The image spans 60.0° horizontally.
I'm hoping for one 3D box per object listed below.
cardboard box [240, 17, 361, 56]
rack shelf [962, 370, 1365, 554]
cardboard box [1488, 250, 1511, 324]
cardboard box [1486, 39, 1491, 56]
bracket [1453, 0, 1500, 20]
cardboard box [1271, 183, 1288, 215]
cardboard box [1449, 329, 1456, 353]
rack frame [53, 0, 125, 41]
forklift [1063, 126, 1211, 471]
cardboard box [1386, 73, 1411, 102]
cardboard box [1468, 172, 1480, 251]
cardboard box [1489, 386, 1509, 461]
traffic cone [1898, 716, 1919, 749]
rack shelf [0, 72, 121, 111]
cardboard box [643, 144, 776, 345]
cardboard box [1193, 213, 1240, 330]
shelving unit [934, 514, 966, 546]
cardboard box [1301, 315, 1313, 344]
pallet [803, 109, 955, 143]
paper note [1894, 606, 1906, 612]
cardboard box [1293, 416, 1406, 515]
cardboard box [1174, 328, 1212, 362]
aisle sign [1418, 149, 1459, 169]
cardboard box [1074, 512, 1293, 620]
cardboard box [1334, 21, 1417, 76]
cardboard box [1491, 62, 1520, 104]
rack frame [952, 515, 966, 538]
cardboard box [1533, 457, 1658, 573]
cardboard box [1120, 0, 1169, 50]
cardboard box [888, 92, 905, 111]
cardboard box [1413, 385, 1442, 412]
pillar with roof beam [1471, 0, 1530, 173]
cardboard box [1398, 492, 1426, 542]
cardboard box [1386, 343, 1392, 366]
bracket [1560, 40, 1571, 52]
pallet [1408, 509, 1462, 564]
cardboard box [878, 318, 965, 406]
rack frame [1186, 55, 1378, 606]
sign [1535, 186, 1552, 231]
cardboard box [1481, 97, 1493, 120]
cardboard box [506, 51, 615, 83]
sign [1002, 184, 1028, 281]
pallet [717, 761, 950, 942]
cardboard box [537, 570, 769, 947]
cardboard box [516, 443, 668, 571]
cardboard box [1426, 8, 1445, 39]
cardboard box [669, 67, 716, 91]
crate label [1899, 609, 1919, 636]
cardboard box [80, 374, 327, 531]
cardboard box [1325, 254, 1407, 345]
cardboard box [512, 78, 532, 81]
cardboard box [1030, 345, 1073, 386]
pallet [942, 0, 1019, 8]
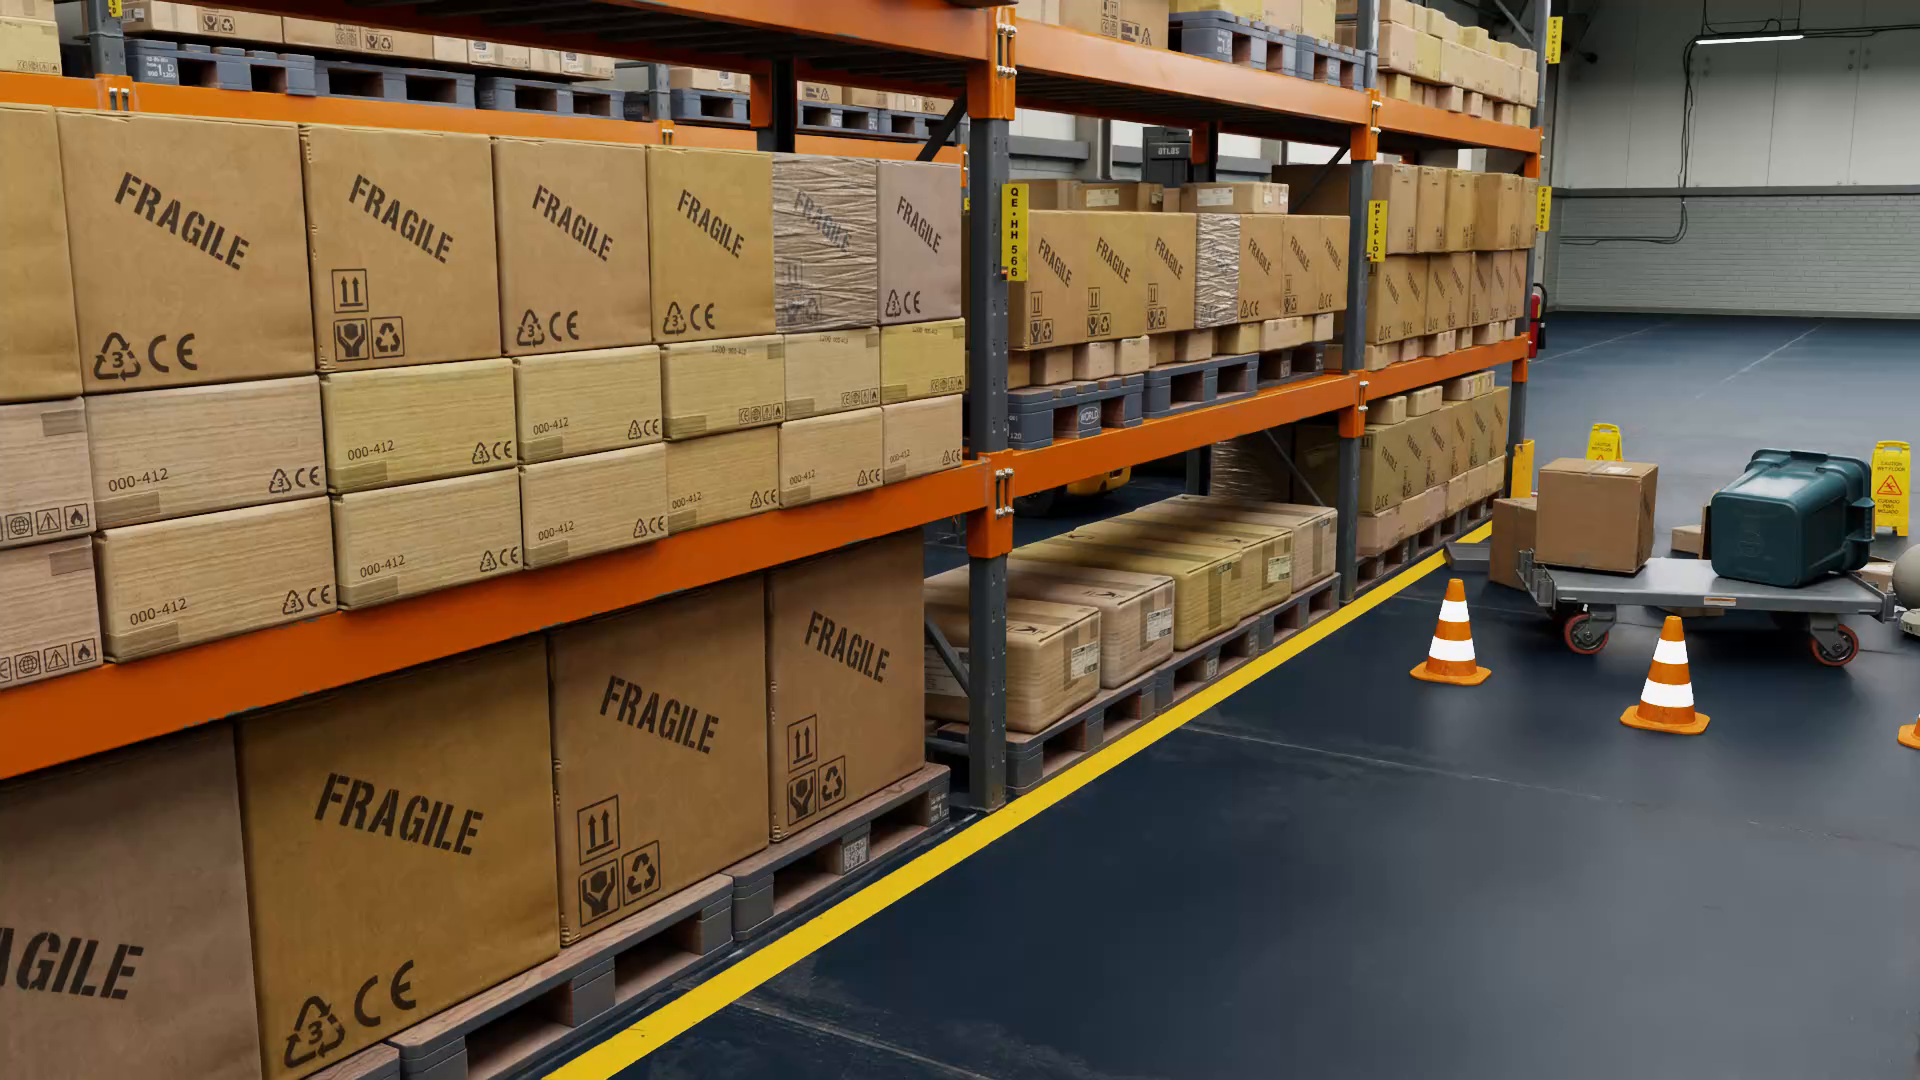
[{"bbox_3d":[-3.772,-2.964,9.212,0.700,0.500,0.500,6,12,30],"label":"cardboard box"},{"bbox_3d":[0.749,-0.492,7.802,1.077,0.370,4.000,6,12,31],"label":"rack shelf"},{"bbox_3d":[3.554,-1.795,11.725,0.500,0.500,0.500,6,12,31],"label":"cardboard box"},{"bbox_3d":[3.349,-3.300,11.206,0.380,0.149,0.250,6,12,31],"label":"cardboard box"},{"bbox_3d":[9.699,-10.228,31.766,0.076,0.066,4.783,6,12,31],"label":"bracket"},{"bbox_3d":[1.394,-1.677,8.193,0.380,0.149,0.250,6,12,29],"label":"cardboard box"},{"bbox_3d":[3.004,-1.299,10.836,0.380,0.149,0.250,6,12,30],"label":"cardboard box"},{"bbox_3d":[-4.533,-3.954,8.034,1.000,3.000,0.127,6,12,31],"label":"rack frame"},{"bbox_3d":[1.313,-2.102,14.629,3.031,2.935,1.130,3,11,16],"label":"forklift"},{"bbox_3d":[2.345,-2.573,9.490,0.380,0.149,0.250,6,12,31],"label":"cardboard box"},{"bbox_3d":[2.962,-2.141,10.857,0.700,0.500,0.500,6,12,30],"label":"cardboard box"},{"bbox_3d":[3.671,-0.862,12.116,0.500,0.500,0.500,6,12,31],"label":"cardboard box"},{"bbox_3d":[4.084,0.610,6.853,0.336,0.463,0.334,6,12,31],"label":"traffic cone"},{"bbox_3d":[-5.572,-1.811,6.696,1.077,0.370,4.000,6,12,31],"label":"rack shelf"},{"bbox_3d":[-0.857,-0.807,4.538,0.500,0.500,0.500,6,12,31],"label":"cardboard box"},{"bbox_3d":[0.943,-1.227,7.548,0.500,0.500,0.500,6,12,29],"label":"cardboard box"},{"bbox_3d":[-0.028,-0.508,11.227,0.215,1.050,0.252,6,12,31],"label":"shelving unit"},{"bbox_3d":[1.604,-1.096,8.615,0.380,0.149,0.250,6,12,29],"label":"cardboard box"},{"bbox_3d":[-0.769,-3.585,14.458,1.003,0.211,1.213,6,12,31],"label":"pallet"},{"bbox_3d":[5.212,0.371,9.324,0.155,0.023,0.172,-8,13,-38],"label":"paper note"},{"bbox_3d":[2.325,-0.451,9.920,0.500,0.500,0.500,7,13,33],"label":"cardboard box"},{"bbox_3d":[0.919,-0.897,7.552,0.380,0.149,0.250,7,13,32],"label":"cardboard box"},{"bbox_3d":[3.632,-3.107,12.748,0.394,0.787,0.004,6,12,31],"label":"aisle sign"},{"bbox_3d":[1.147,0.121,8.572,0.950,0.372,0.625,7,13,34],"label":"cardboard box"},{"bbox_3d":[2.250,-2.750,9.357,0.500,0.250,0.500,6,12,29],"label":"cardboard box"},{"bbox_3d":[3.555,-3.153,11.504,0.500,0.250,0.500,6,12,30],"label":"cardboard box"},{"bbox_3d":[0.036,-0.527,11.330,0.200,1.050,0.008,6,12,31],"label":"rack frame"},{"bbox_3d":[3.325,-0.139,8.693,0.500,0.500,0.500,6,12,31],"label":"cardboard box"},{"bbox_3d":[0.479,-2.299,7.066,0.797,0.503,0.637,6,12,31],"label":"cardboard box"},{"bbox_3d":[-0.682,-3.728,13.931,0.396,0.266,0.258,6,12,31],"label":"cardboard box"},{"bbox_3d":[2.844,-0.907,10.595,0.380,0.149,0.250,7,13,34],"label":"cardboard box"},{"bbox_3d":[14.628,-8.552,32.594,9.100,9.000,0.548,6,12,31],"label":"pillar with roof beam"},{"bbox_3d":[2.592,-0.167,10.443,0.500,0.250,0.500,7,13,34],"label":"cardboard box"},{"bbox_3d":[2.312,-1.101,9.779,0.380,0.149,0.250,7,13,32],"label":"cardboard box"},{"bbox_3d":[14.152,-11.577,38.971,0.235,0.232,0.430,6,12,31],"label":"bracket"},{"bbox_3d":[2.739,-0.092,11.284,1.003,0.211,1.213,6,12,31],"label":"pallet"},{"bbox_3d":[-0.323,-0.603,5.487,0.500,0.250,0.500,6,12,30],"label":"cardboard box"},{"bbox_3d":[1.788,-1.161,9.416,1.000,3.000,0.127,6,12,31],"label":"rack frame"},{"bbox_3d":[4.328,-2.458,12.341,0.100,0.325,0.005,6,12,31],"label":"sign"},{"bbox_3d":[3.373,-2.900,11.237,0.380,0.149,0.250,6,12,30],"label":"cardboard box"},{"bbox_3d":[-2.624,-3.183,10.898,0.500,0.311,0.500,6,12,29],"label":"cardboard box"},{"bbox_3d":[0.187,-1.048,5.669,0.100,0.325,0.005,6,12,31],"label":"sign"},{"bbox_3d":[-0.763,0.956,5.689,1.003,0.211,1.213,6,12,31],"label":"pallet"},{"bbox_3d":[-1.185,0.547,4.928,0.875,0.875,0.875,7,12,31],"label":"cardboard box"},{"bbox_3d":[-1.097,-0.111,4.218,0.500,0.250,0.500,6,12,30],"label":"cardboard box"},{"bbox_3d":[2.644,-3.045,9.846,0.380,0.149,0.250,6,12,30],"label":"cardboard box"},{"bbox_3d":[-1.964,-3.282,11.867,0.380,0.149,0.250,7,13,32],"label":"cardboard box"},{"bbox_3d":[5.049,0.445,8.618,0.298,0.136,0.250,-2,11,-9],"label":"crate label"},{"bbox_3d":[-1.650,-0.201,3.342,0.500,0.250,0.500,7,12,32],"label":"cardboard box"},{"bbox_3d":[2.254,-1.398,9.607,0.500,0.500,0.500,6,12,31],"label":"cardboard box"},{"bbox_3d":[-3.065,-3.126,11.033,0.380,0.149,0.250,6,12,31],"label":"cardboard box"},{"bbox_3d":[0.214,-0.689,6.439,0.380,0.149,0.250,6,12,27],"label":"cardboard box"},{"bbox_3d":[-0.578,-1.807,5.229,1.213,0.211,1.003,7,13,33],"label":"pallet"}]
